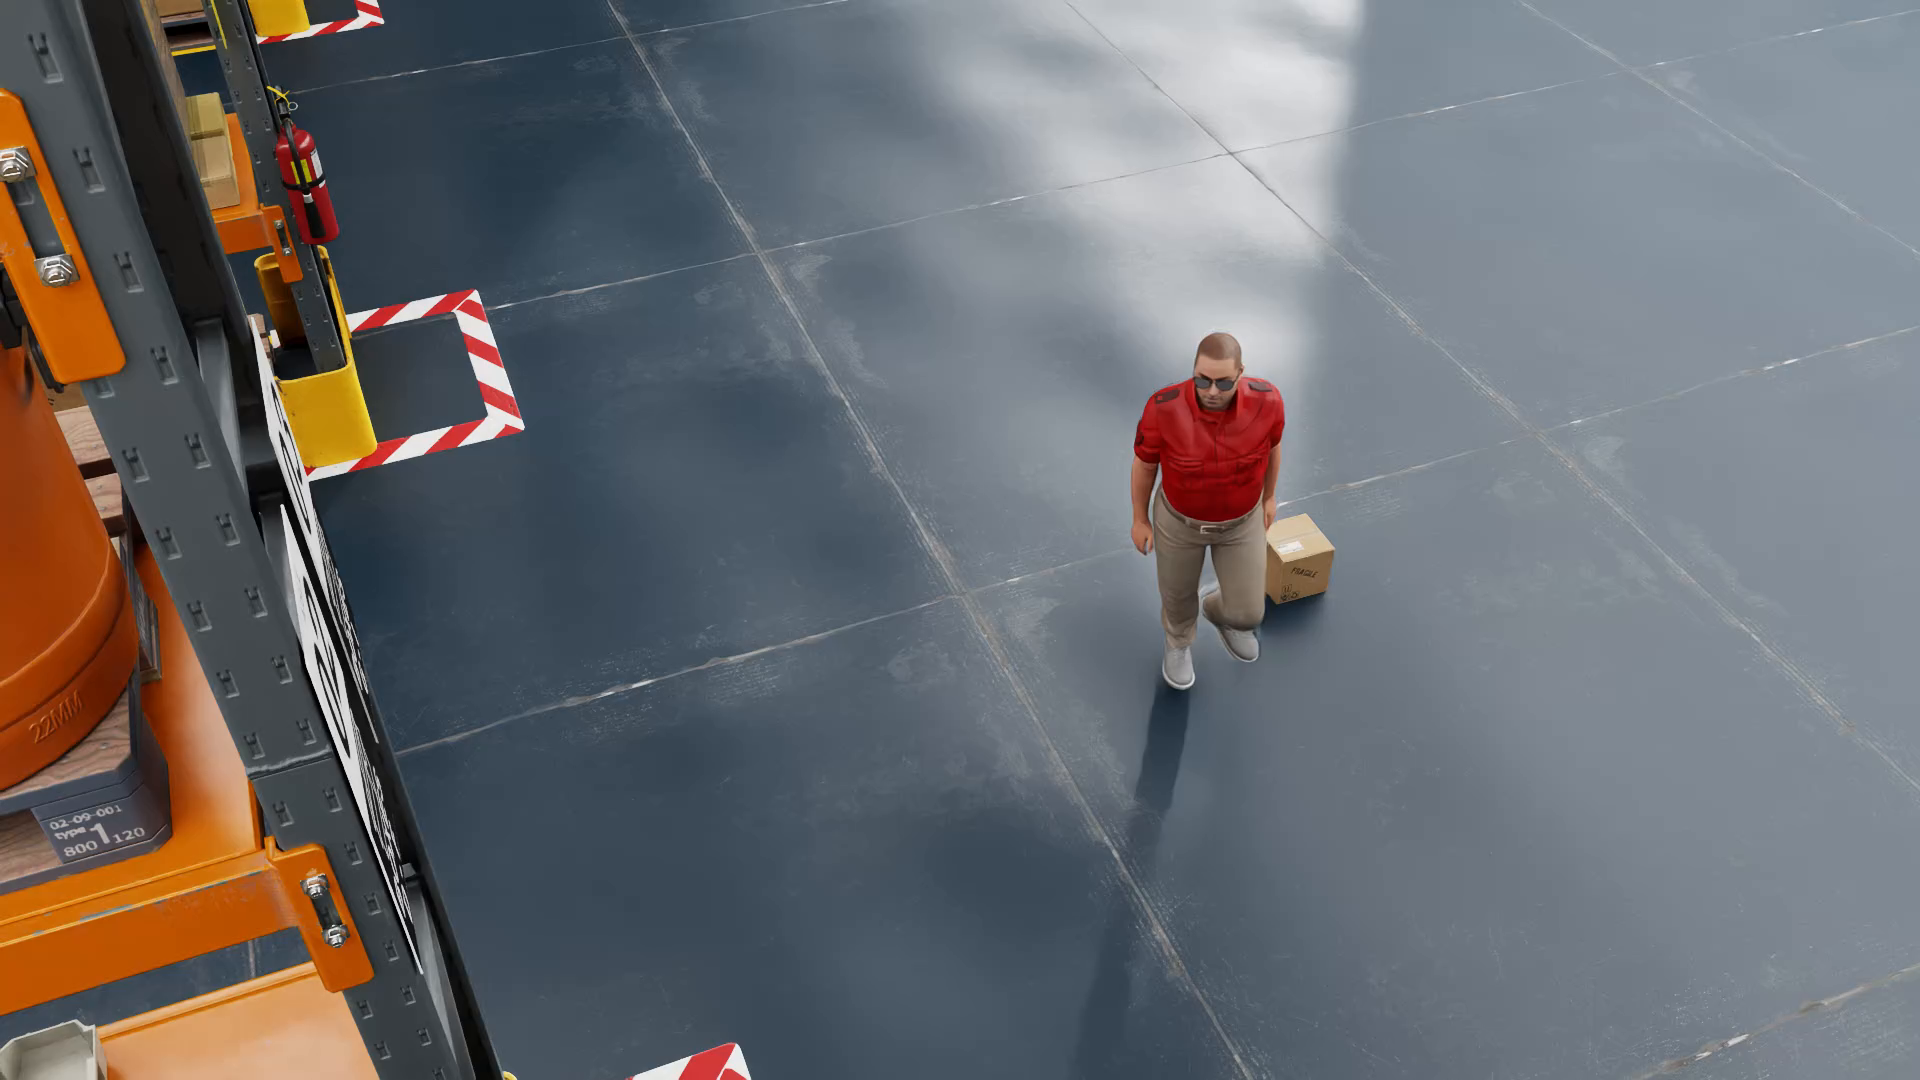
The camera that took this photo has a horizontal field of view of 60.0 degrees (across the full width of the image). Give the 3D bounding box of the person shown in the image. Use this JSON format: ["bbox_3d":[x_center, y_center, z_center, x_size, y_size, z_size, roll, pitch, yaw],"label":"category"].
[{"bbox_3d":[0.929,-0.097,6.260,0.596,1.714,0.484,1,41,1],"label":"person"}]
